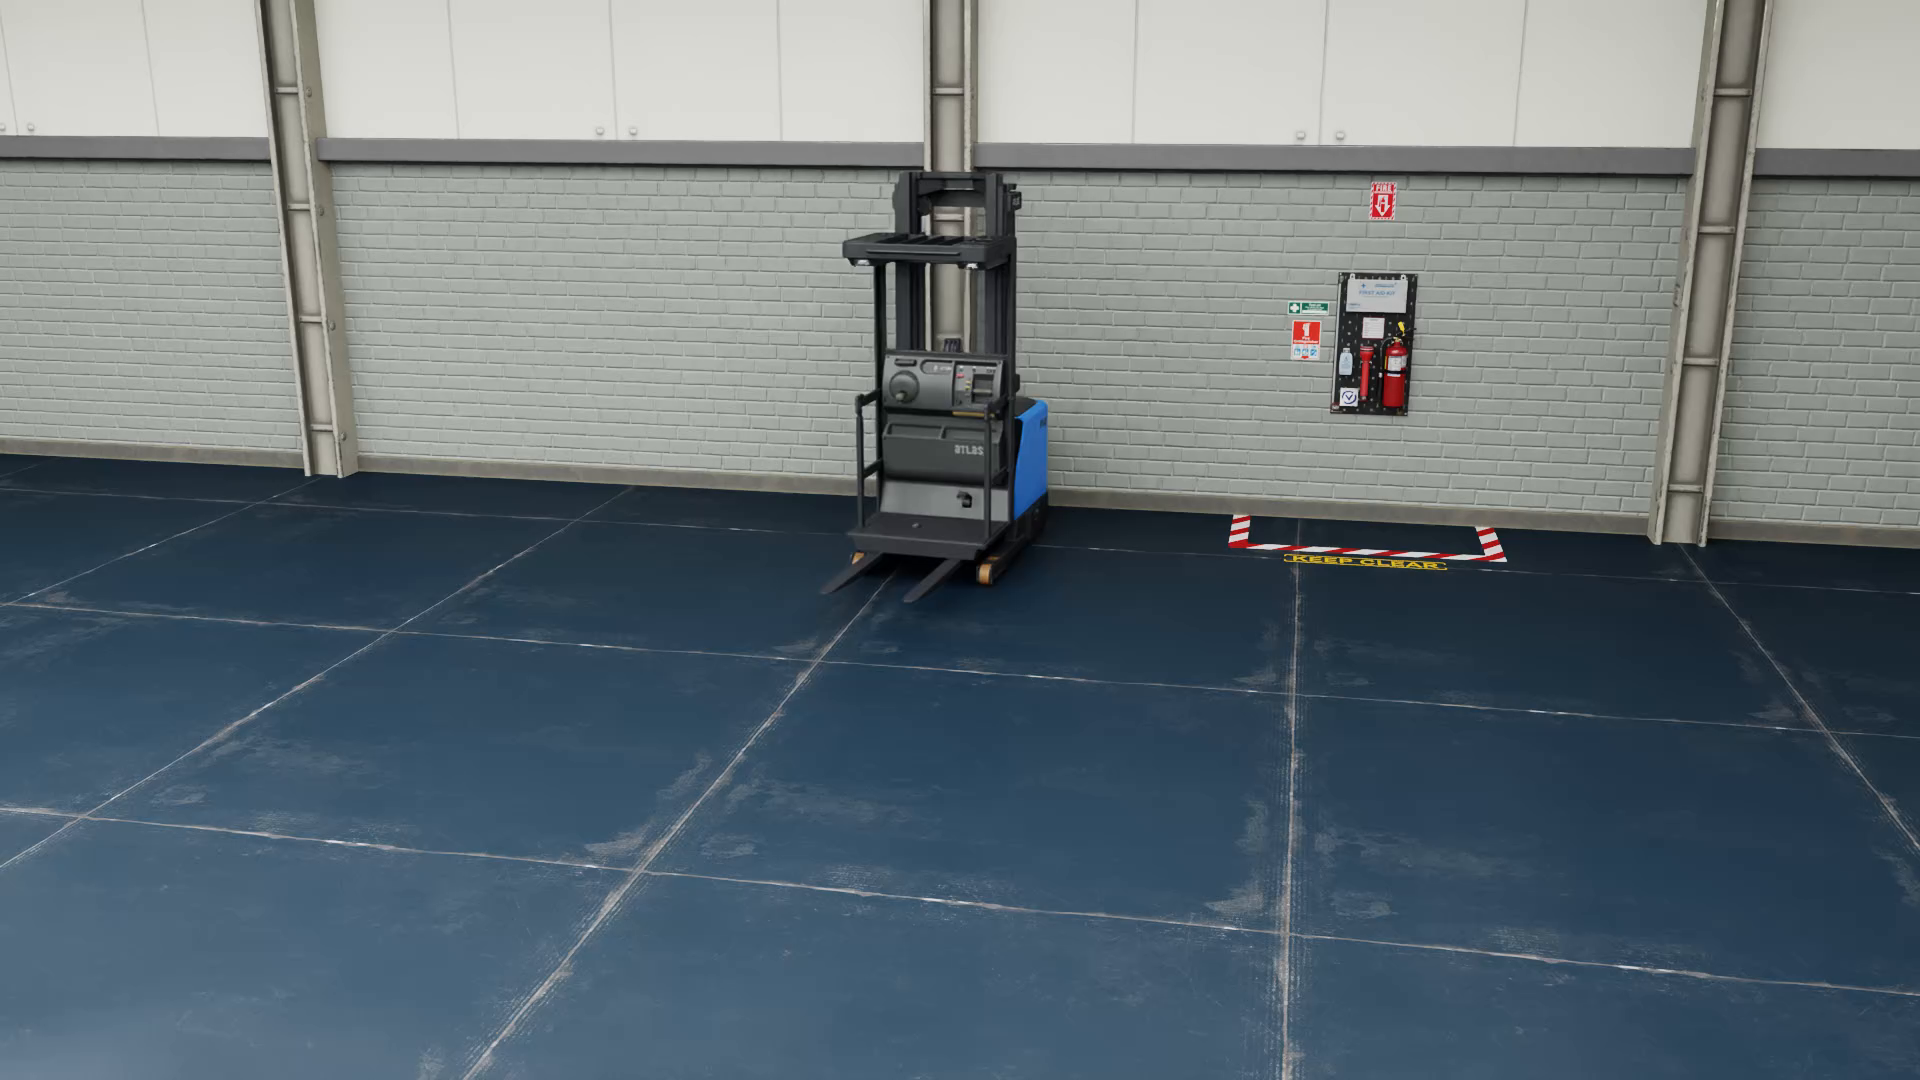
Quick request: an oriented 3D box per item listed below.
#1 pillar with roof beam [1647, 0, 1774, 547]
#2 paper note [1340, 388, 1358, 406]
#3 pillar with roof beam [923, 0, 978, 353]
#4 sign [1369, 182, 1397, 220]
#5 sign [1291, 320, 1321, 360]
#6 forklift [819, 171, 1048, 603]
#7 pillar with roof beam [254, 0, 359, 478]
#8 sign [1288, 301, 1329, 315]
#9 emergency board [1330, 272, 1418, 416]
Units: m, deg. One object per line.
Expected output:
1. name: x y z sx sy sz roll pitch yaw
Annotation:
1. pillar with roof beam: 4.947 -3.208 8.214 0.400 9.000 9.100 3 16 11
2. paper note: 3.231 -1.187 13.808 0.142 0.148 0.016 3 16 11
3. pillar with roof beam: -0.933 -3.527 9.367 0.400 9.000 9.100 3 16 11
4. sign: 3.403 -2.728 13.378 0.199 0.298 0.001 3 16 11
5. sign: 2.869 -1.658 13.790 0.234 0.329 0.001 3 16 11
6. forklift: -0.192 -1.195 12.314 1.130 2.935 3.031 5 16 17
7. pillar with roof beam: -6.813 -3.846 10.519 0.400 9.000 9.100 3 16 11
8. sign: 2.872 -1.910 13.710 0.331 0.109 0.001 3 16 11
9. emergency board: 3.391 -1.584 13.592 0.643 1.169 0.194 3 16 11
